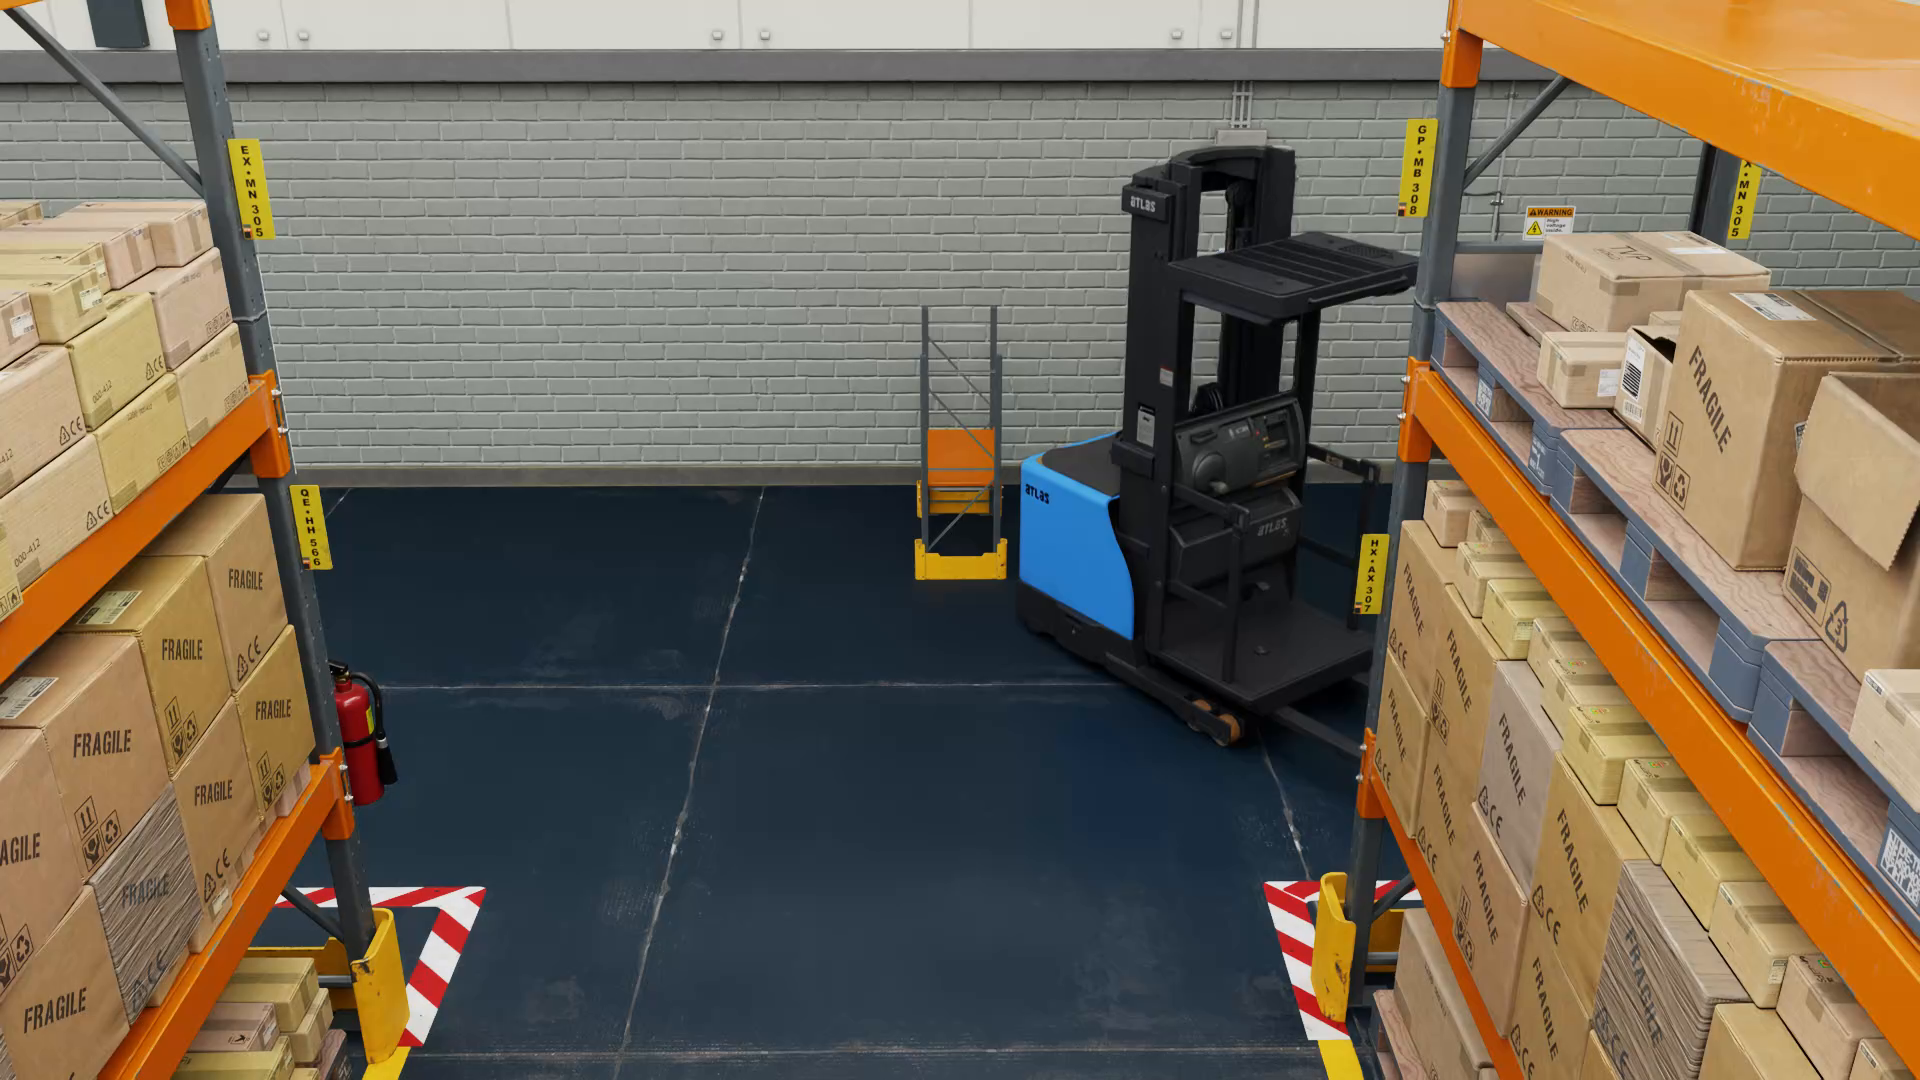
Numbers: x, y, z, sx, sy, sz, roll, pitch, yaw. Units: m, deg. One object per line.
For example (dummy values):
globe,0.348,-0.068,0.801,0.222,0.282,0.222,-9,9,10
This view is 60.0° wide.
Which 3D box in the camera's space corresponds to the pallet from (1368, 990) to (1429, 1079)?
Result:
pallet,2.172,2.158,6.222,1.003,0.211,1.213,0,24,-1

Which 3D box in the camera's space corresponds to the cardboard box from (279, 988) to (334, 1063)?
cardboard box,-2.573,1.811,6.195,0.380,0.149,0.250,-1,24,-2

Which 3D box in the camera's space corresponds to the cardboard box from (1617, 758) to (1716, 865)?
cardboard box,1.838,0.656,4.037,0.380,0.149,0.250,0,24,-1

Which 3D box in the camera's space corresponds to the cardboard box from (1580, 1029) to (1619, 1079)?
cardboard box,1.837,1.552,4.057,0.500,0.500,0.500,-1,24,-1

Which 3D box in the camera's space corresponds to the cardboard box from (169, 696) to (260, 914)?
cardboard box,-2.601,0.838,5.275,0.500,0.500,0.500,-1,24,-1

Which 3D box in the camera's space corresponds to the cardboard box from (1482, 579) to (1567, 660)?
cardboard box,1.795,0.233,4.973,0.380,0.149,0.250,-1,24,-2

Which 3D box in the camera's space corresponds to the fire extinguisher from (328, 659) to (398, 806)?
fire extinguisher,-2.405,0.722,6.560,0.296,0.674,0.183,0,24,-1

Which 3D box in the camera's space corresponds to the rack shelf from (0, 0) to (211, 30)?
rack shelf,-2.842,-0.957,3.324,1.077,0.370,4.000,0,24,-1

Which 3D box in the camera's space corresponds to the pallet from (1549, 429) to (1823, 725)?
pallet,2.120,0.042,3.985,1.003,0.211,1.213,0,24,-1

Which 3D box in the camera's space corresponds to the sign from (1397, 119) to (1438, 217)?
sign,1.530,-1.242,5.560,0.100,0.325,0.005,0,24,-1

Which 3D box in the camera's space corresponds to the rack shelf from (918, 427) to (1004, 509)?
rack shelf,0.001,-0.484,10.937,0.538,0.185,1.000,0,24,-1

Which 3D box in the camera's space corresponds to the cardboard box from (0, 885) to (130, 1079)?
cardboard box,-2.591,1.252,4.359,0.500,0.500,0.500,1,24,2

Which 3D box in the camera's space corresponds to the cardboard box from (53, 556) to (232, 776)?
cardboard box,-2.605,0.382,5.069,0.500,0.500,0.500,-1,24,-2

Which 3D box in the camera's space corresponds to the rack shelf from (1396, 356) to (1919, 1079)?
rack shelf,2.107,0.344,4.083,1.077,0.370,4.000,0,24,-1

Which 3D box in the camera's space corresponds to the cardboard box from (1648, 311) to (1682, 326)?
cardboard box,2.264,-0.573,4.911,0.380,0.149,0.250,-2,24,-5

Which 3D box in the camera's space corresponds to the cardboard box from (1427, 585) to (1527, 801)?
cardboard box,1.818,0.469,5.237,0.500,0.500,0.500,-1,24,-2

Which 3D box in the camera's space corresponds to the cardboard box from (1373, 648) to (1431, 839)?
cardboard box,1.803,0.712,5.914,0.500,0.500,0.500,0,24,-1

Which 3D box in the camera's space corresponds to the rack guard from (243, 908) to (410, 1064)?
rack guard,-2.863,1.793,6.679,1.175,0.500,0.348,0,24,-1

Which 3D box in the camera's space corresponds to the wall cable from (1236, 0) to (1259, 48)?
wall cable,1.741,-4.517,10.318,0.463,3.000,0.029,0,24,-1

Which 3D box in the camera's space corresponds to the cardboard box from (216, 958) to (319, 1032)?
cardboard box,-2.605,1.676,6.132,0.380,0.149,0.250,0,24,0

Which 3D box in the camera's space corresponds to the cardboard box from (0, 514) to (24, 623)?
cardboard box,-2.564,0.144,3.833,0.500,0.250,0.500,1,24,2

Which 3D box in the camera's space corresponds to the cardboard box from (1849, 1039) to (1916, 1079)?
cardboard box,1.920,1.073,3.116,0.380,0.149,0.250,0,24,0

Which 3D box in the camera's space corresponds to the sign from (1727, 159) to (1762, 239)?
sign,2.628,-1.172,5.583,0.100,0.325,0.005,0,24,-1

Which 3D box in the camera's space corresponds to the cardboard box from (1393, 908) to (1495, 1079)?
cardboard box,2.192,1.806,6.216,0.875,0.438,0.875,-1,24,-2

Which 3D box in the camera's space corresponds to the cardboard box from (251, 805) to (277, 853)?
cardboard box,-2.612,0.973,5.764,0.380,0.149,0.250,0,24,-1

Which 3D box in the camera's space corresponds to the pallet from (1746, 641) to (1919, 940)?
pallet,2.130,0.543,2.876,1.003,0.211,1.213,0,24,-1

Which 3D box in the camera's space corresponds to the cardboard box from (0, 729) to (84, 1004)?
cardboard box,-2.581,0.814,4.114,0.500,0.500,0.500,-1,24,-2

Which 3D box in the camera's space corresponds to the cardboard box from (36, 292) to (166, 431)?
cardboard box,-2.598,-0.504,4.660,0.500,0.250,0.500,-1,24,-2

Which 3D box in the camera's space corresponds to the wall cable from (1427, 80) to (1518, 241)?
wall cable,3.418,-2.239,11.327,0.588,1.984,0.122,0,24,-1

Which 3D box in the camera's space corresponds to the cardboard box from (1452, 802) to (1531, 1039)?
cardboard box,1.824,1.130,4.990,0.500,0.500,0.500,0,24,-1

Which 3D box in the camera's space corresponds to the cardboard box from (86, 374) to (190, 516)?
cardboard box,-2.581,-0.279,4.770,0.500,0.250,0.500,0,24,0

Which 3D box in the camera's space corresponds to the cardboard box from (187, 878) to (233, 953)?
cardboard box,-2.569,1.181,5.304,0.380,0.149,0.250,0,24,1

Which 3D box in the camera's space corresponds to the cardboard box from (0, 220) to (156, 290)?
cardboard box,-2.640,-0.848,4.936,0.380,0.149,0.250,0,24,0

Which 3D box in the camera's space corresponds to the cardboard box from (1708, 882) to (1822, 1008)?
cardboard box,1.860,0.866,3.574,0.380,0.149,0.250,0,24,-1

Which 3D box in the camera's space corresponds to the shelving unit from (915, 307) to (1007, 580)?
shelving unit,0.001,-0.652,10.871,0.587,1.500,1.083,0,24,-1

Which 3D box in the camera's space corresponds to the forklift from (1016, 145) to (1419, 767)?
forklift,1.634,-0.473,8.738,1.130,2.935,3.031,-17,30,-34

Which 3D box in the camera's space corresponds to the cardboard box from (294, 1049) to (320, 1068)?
cardboard box,-2.650,1.946,6.257,0.380,0.149,0.250,0,24,0

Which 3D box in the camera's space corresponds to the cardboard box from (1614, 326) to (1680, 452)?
cardboard box,2.051,-0.387,4.304,0.500,0.311,0.500,0,24,0

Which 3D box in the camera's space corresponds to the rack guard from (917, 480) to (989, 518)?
rack guard,-0.005,-0.288,11.583,0.587,0.250,0.087,0,24,-1

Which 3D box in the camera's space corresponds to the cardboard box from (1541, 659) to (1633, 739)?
cardboard box,1.811,0.444,4.506,0.380,0.149,0.250,0,24,0

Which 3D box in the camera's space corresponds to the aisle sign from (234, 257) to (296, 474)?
aisle sign,-2.565,-0.593,5.767,0.394,0.787,0.004,0,24,-1

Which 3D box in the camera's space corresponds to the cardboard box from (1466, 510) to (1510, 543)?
cardboard box,1.886,0.017,5.450,0.380,0.149,0.250,0,24,1

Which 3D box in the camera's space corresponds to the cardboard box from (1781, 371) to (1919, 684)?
cardboard box,2.082,0.001,3.212,0.797,0.503,0.637,2,24,4

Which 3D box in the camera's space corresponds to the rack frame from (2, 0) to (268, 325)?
rack frame,-2.864,-2.111,4.997,1.000,3.000,0.127,0,24,-1

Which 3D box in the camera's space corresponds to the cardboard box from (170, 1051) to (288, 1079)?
cardboard box,-2.529,1.886,5.668,0.380,0.149,0.250,-1,24,-2

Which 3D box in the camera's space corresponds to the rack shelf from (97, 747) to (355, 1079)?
rack shelf,-2.842,1.774,4.560,1.077,0.370,4.000,0,24,-1

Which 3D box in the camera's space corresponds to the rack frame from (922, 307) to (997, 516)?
rack frame,-0.005,-0.858,11.326,0.500,1.500,0.032,0,24,-1

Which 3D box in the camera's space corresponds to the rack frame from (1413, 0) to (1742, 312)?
rack frame,2.085,-2.175,5.139,1.000,3.000,0.127,0,24,-1

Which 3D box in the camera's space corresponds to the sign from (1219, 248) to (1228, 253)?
sign,1.951,-1.913,11.512,0.327,0.218,0.001,0,24,-1

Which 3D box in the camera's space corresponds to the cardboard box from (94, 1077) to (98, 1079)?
cardboard box,-2.632,1.511,4.575,0.380,0.149,0.250,0,24,0

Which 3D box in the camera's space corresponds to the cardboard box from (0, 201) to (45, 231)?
cardboard box,-3.088,-0.951,5.164,0.380,0.149,0.250,0,24,-1

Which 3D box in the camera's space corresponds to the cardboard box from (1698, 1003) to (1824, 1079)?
cardboard box,1.850,1.303,3.393,0.500,0.500,0.500,-1,24,-1

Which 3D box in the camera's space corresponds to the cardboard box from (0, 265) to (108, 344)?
cardboard box,-2.547,-0.633,4.462,0.380,0.149,0.250,0,24,0

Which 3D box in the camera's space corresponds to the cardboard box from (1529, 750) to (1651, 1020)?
cardboard box,1.838,0.887,4.314,0.500,0.500,0.500,0,24,0
